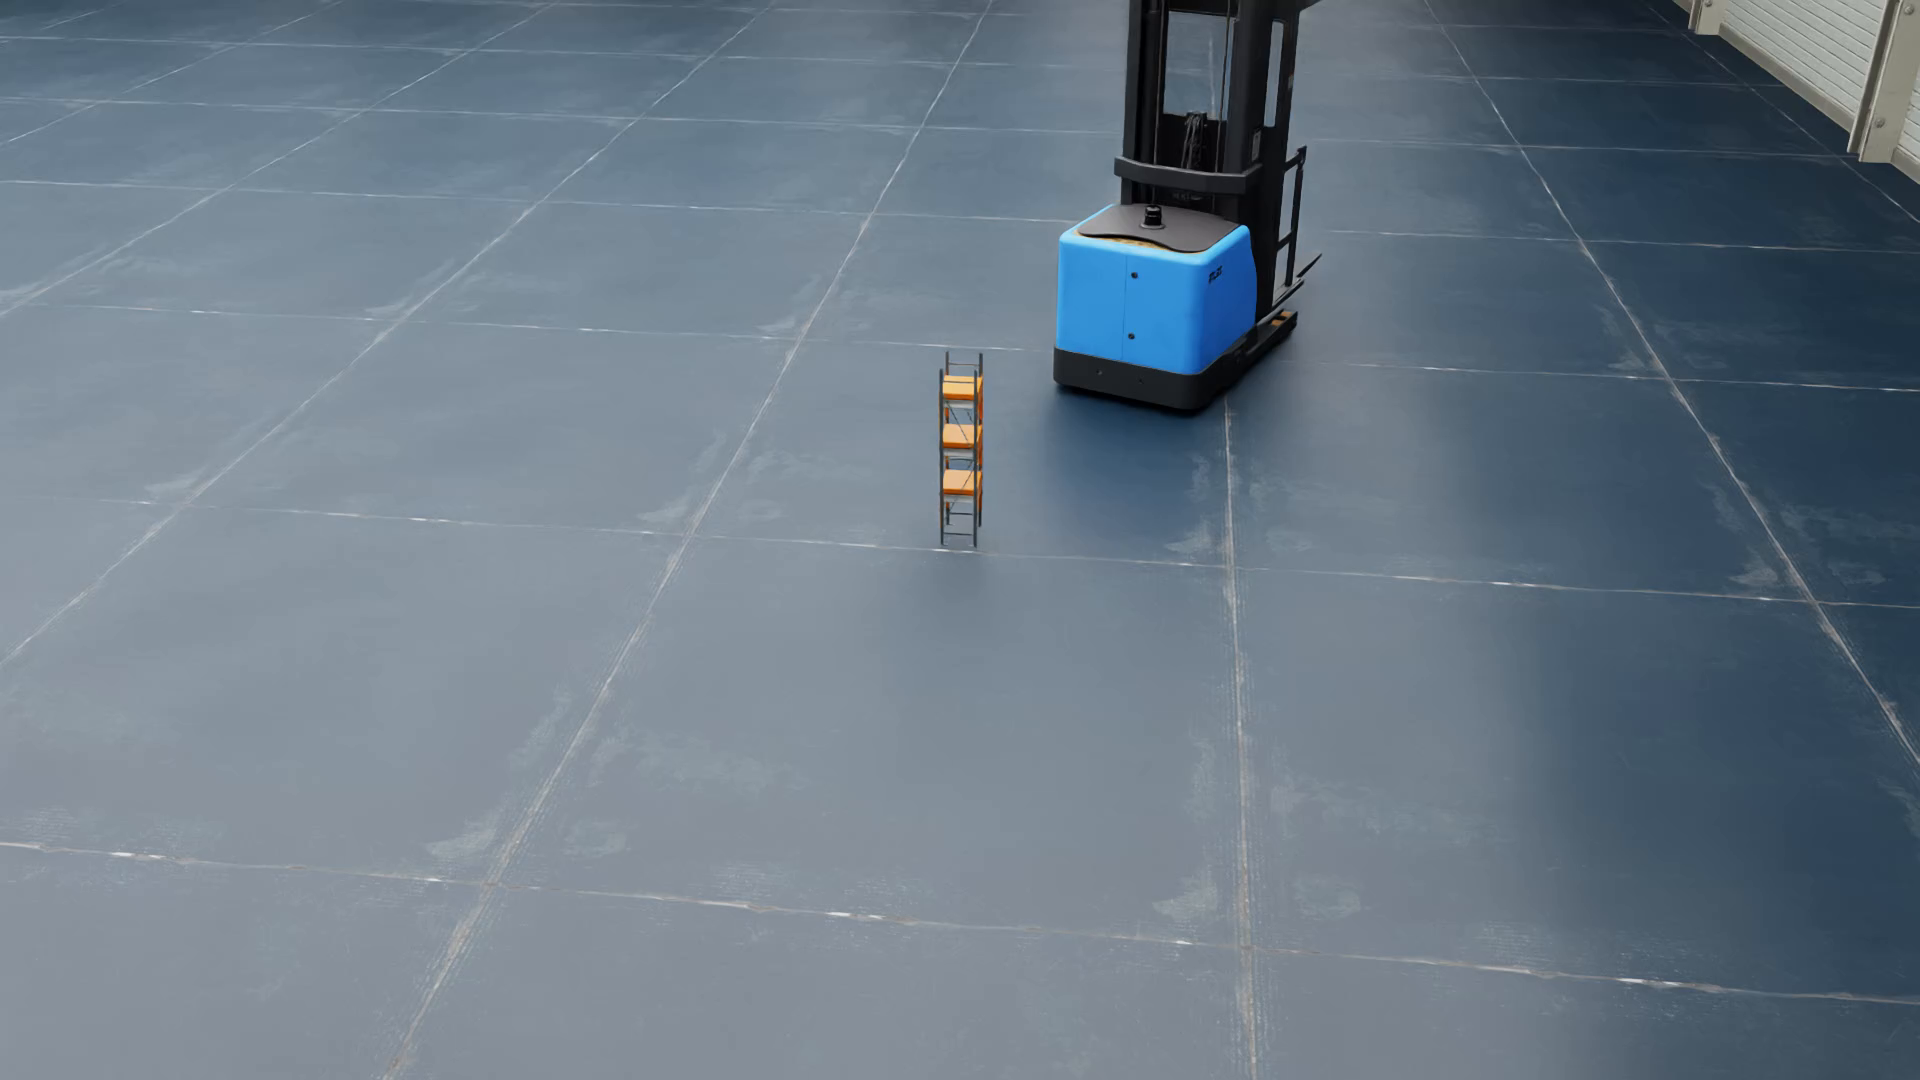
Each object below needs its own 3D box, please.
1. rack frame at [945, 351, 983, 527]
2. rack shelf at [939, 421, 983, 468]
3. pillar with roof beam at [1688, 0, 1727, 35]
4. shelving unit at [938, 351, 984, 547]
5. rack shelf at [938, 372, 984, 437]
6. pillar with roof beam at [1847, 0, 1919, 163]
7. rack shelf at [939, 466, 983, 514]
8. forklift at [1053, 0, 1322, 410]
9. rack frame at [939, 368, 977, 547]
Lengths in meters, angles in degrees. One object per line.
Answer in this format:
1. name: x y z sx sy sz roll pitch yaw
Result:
1. rack frame: 0.022 -0.545 9.154 0.200 1.050 0.008 3 28 6
2. rack shelf: 0.007 -0.478 9.053 0.215 0.259 0.240 3 28 6
3. pillar with roof beam: 5.305 -10.758 19.732 9.100 9.000 0.400 3 28 6
4. shelving unit: 0.007 -0.487 9.048 0.215 1.050 0.252 3 28 6
5. rack shelf: 0.007 -0.728 8.918 0.215 0.259 0.240 3 28 6
6. pillar with roof beam: 4.570 -7.934 14.489 9.100 9.000 0.400 3 28 6
7. rack shelf: 0.007 -0.233 9.185 0.215 0.259 0.240 3 28 6
8. forklift: 1.782 -2.791 11.340 1.130 2.935 3.031 15 32 26
9. rack frame: -0.008 -0.430 8.941 0.200 1.050 0.008 3 28 6
